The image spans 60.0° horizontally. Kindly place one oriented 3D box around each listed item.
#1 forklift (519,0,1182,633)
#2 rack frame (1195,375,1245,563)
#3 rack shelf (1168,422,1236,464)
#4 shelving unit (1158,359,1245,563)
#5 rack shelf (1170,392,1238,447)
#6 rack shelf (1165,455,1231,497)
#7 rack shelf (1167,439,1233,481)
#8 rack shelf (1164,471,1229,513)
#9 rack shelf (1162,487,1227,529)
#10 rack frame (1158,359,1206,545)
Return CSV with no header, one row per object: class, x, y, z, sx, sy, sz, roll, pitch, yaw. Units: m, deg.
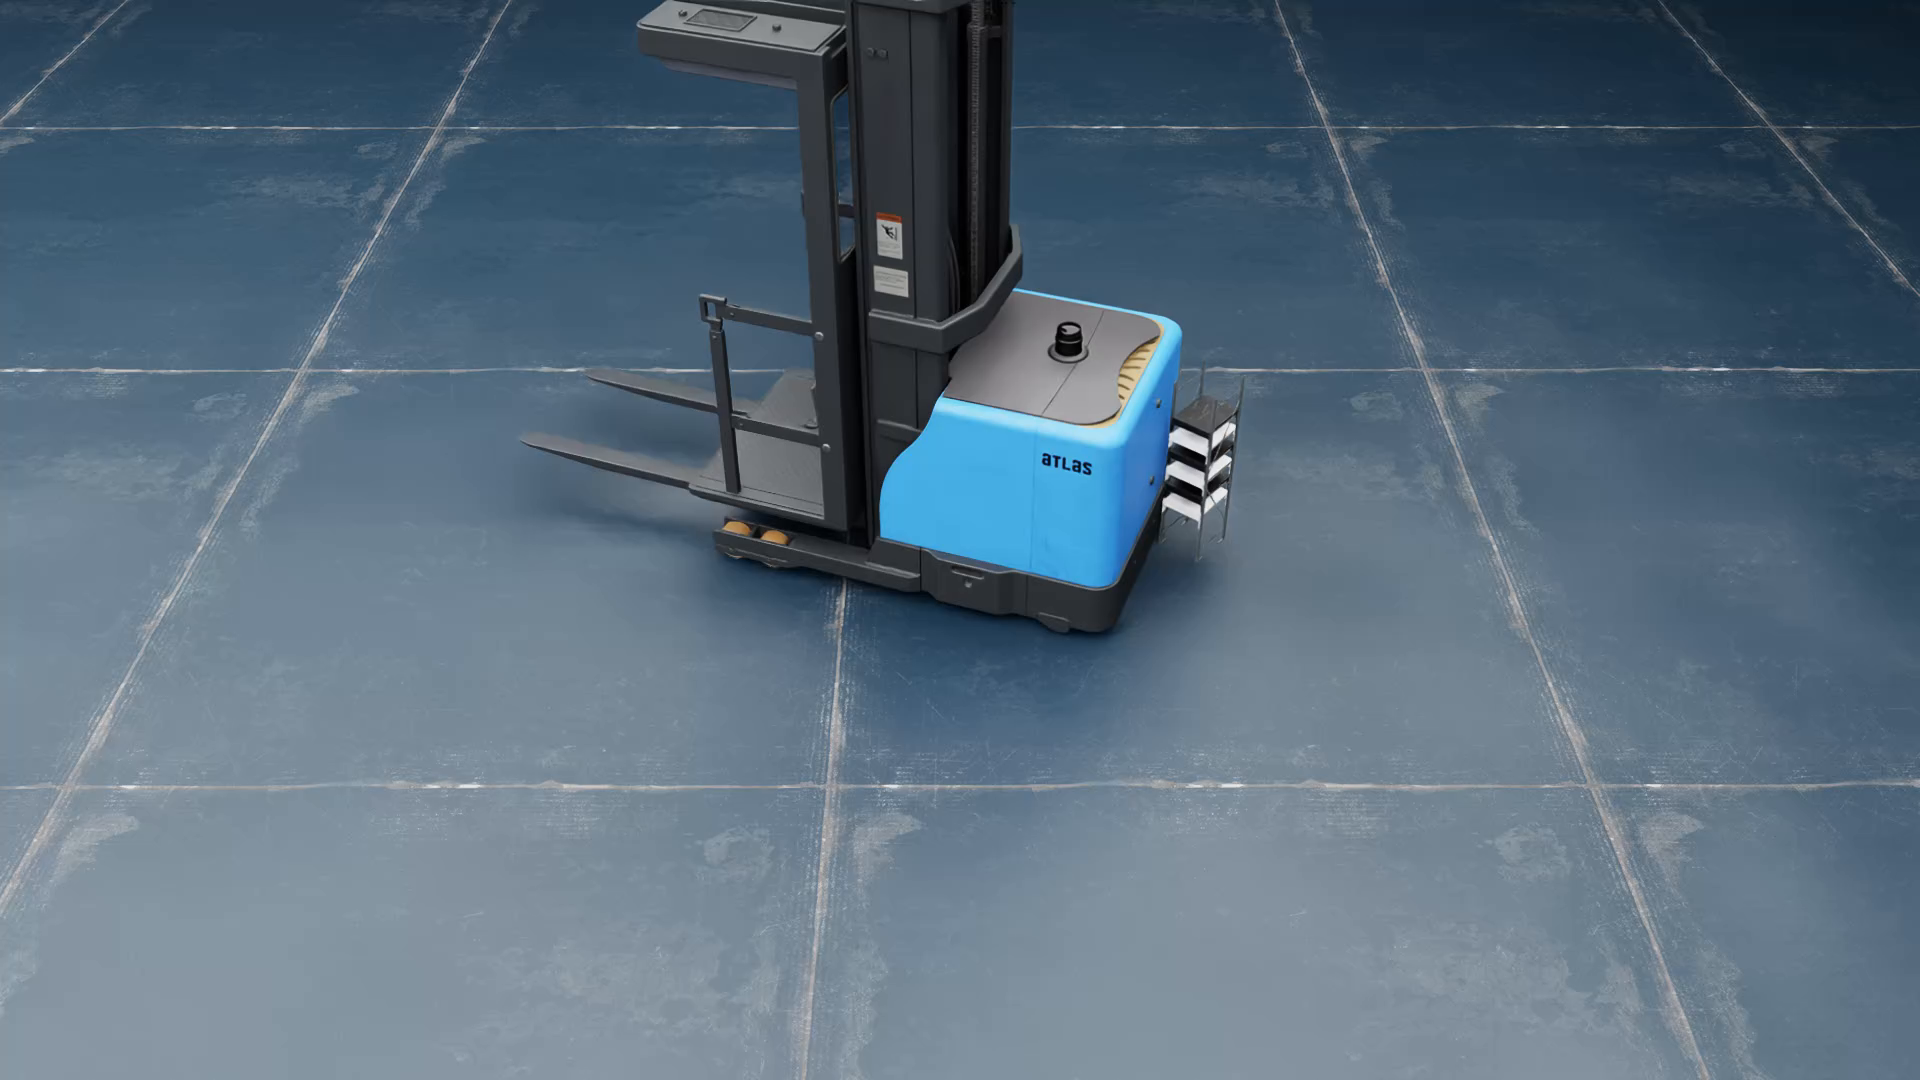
forklift,-0.591,-1.314,7.046,3.031,2.935,1.130,13,41,16
rack frame,1.157,-0.304,7.410,0.006,0.900,0.240,28,46,30
rack shelf,1.079,-0.459,7.369,0.200,0.077,0.258,28,46,30
shelving unit,1.079,-0.345,7.461,0.210,0.900,0.258,28,46,30
rack shelf,1.079,-0.530,7.313,0.200,0.077,0.258,28,46,30
rack shelf,1.079,-0.319,7.482,0.200,0.077,0.258,28,46,30
rack shelf,1.079,-0.389,7.425,0.200,0.077,0.258,28,46,30
rack shelf,1.079,-0.249,7.538,0.200,0.077,0.258,28,46,30
rack shelf,1.079,-0.179,7.594,0.200,0.077,0.258,28,46,30
rack frame,1.001,-0.386,7.512,0.006,0.900,0.240,28,46,30
